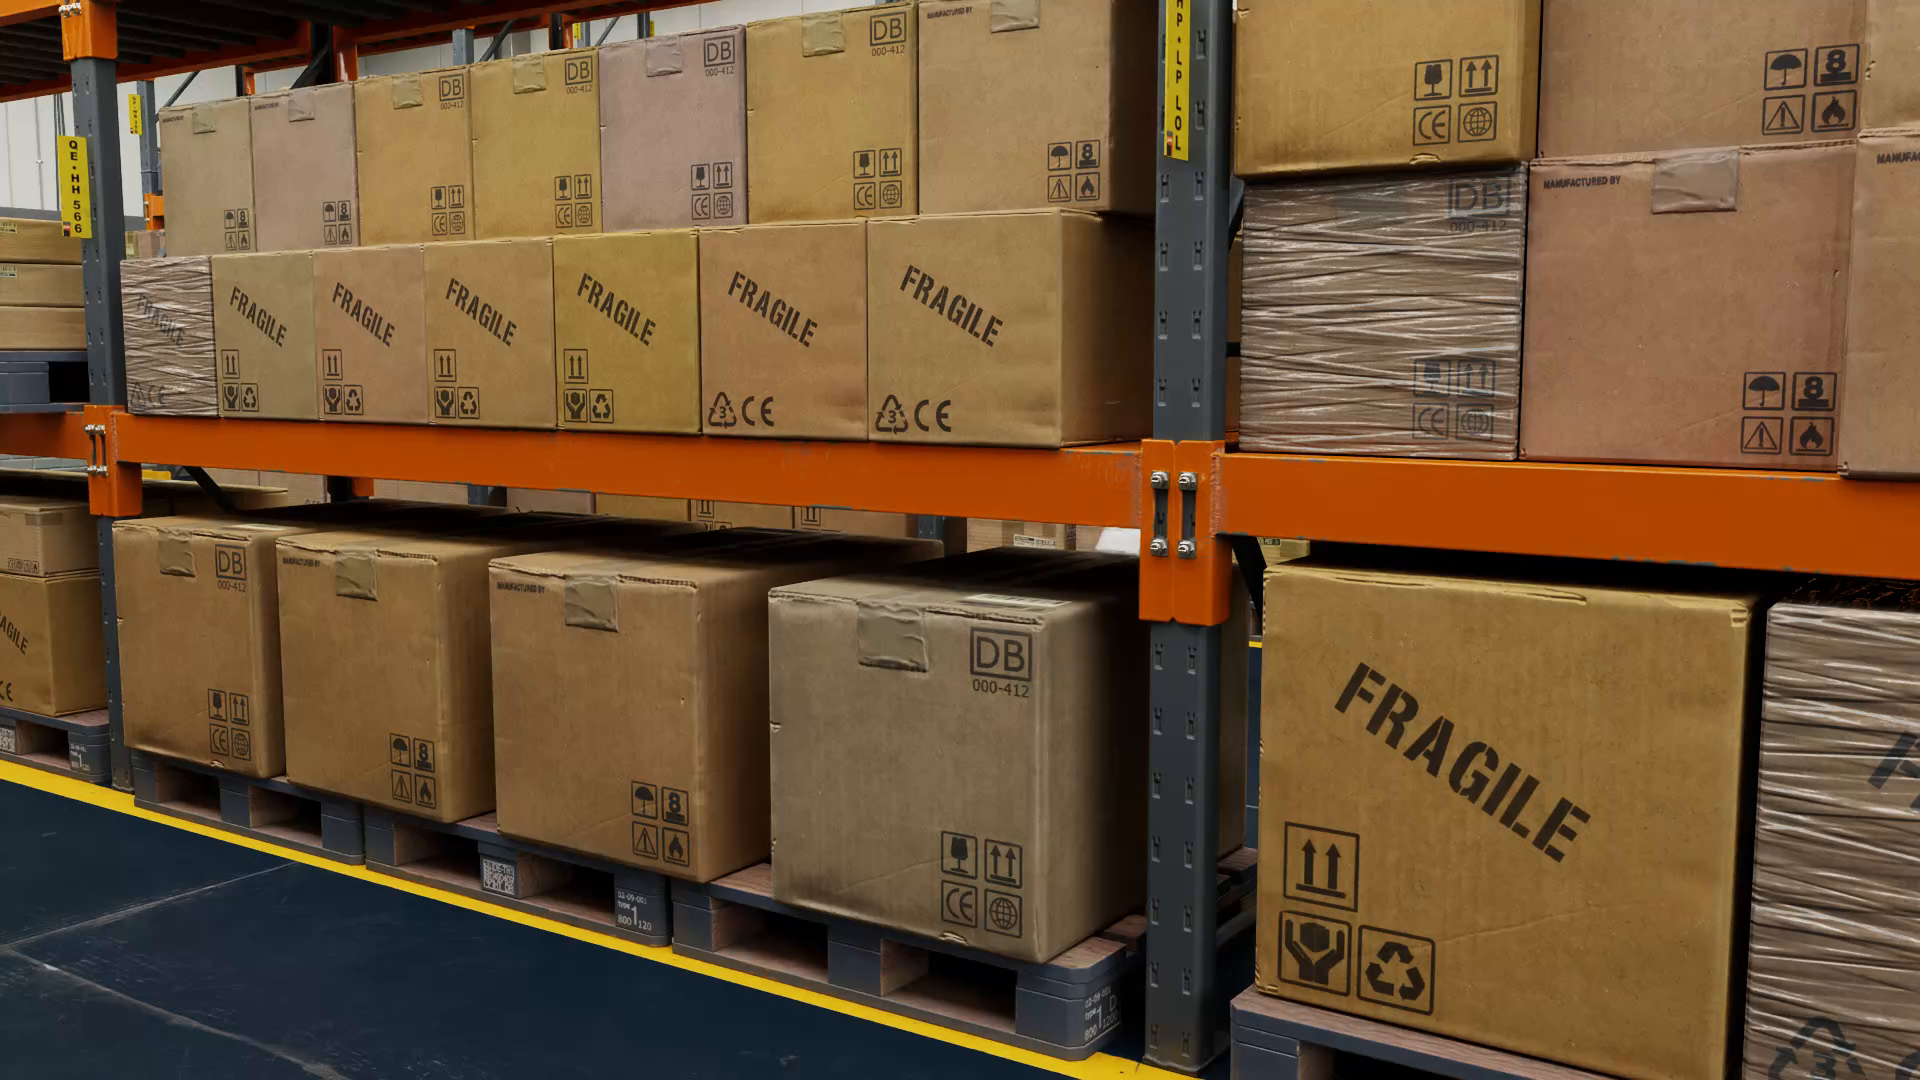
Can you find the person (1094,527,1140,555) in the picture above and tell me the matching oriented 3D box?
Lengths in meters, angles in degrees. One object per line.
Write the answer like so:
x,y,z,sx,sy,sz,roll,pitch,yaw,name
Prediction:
0.871,0.104,7.319,0.499,1.170,0.804,4,8,33,person
